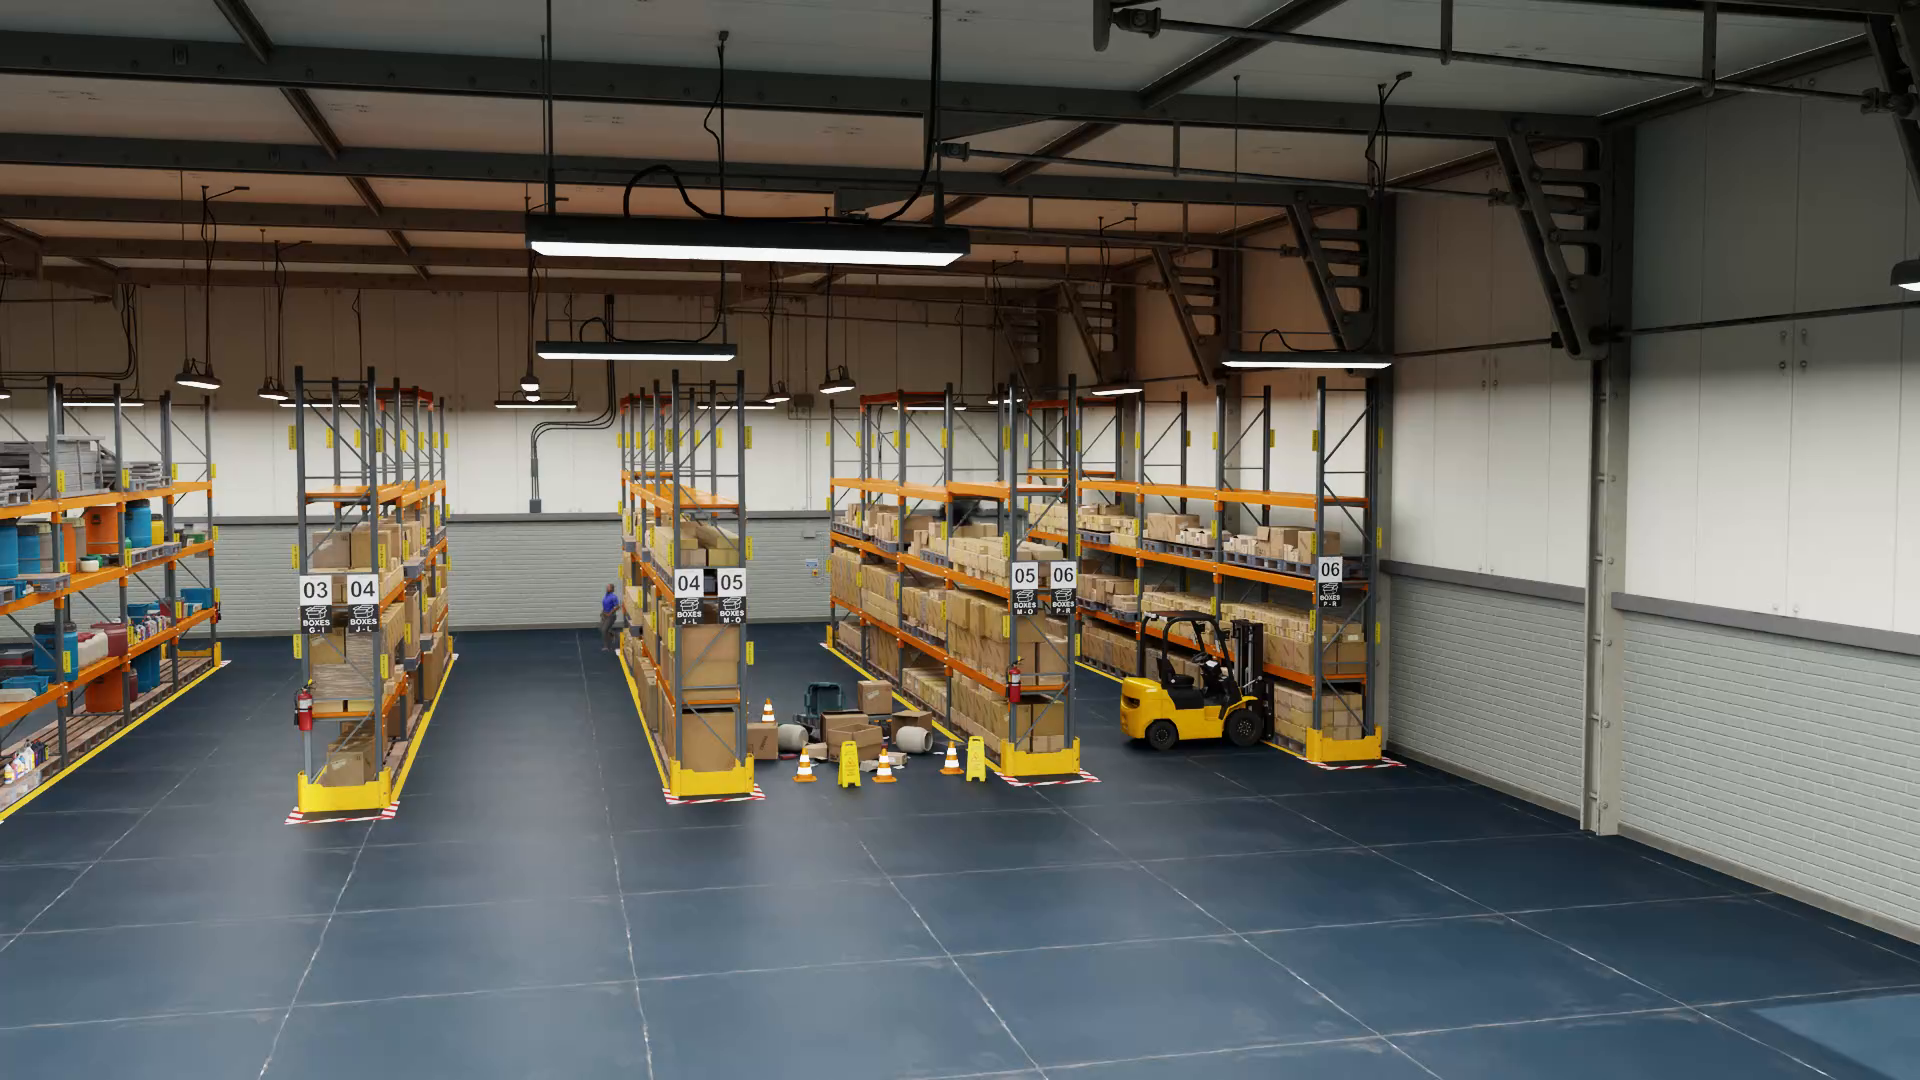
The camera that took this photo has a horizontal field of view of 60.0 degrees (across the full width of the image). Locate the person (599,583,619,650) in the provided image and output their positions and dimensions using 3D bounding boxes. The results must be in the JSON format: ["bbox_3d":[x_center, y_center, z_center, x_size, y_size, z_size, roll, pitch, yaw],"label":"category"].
[{"bbox_3d":[-8.351,1.851,39.847,0.589,1.642,0.562,3,4,39],"label":"person"}]
